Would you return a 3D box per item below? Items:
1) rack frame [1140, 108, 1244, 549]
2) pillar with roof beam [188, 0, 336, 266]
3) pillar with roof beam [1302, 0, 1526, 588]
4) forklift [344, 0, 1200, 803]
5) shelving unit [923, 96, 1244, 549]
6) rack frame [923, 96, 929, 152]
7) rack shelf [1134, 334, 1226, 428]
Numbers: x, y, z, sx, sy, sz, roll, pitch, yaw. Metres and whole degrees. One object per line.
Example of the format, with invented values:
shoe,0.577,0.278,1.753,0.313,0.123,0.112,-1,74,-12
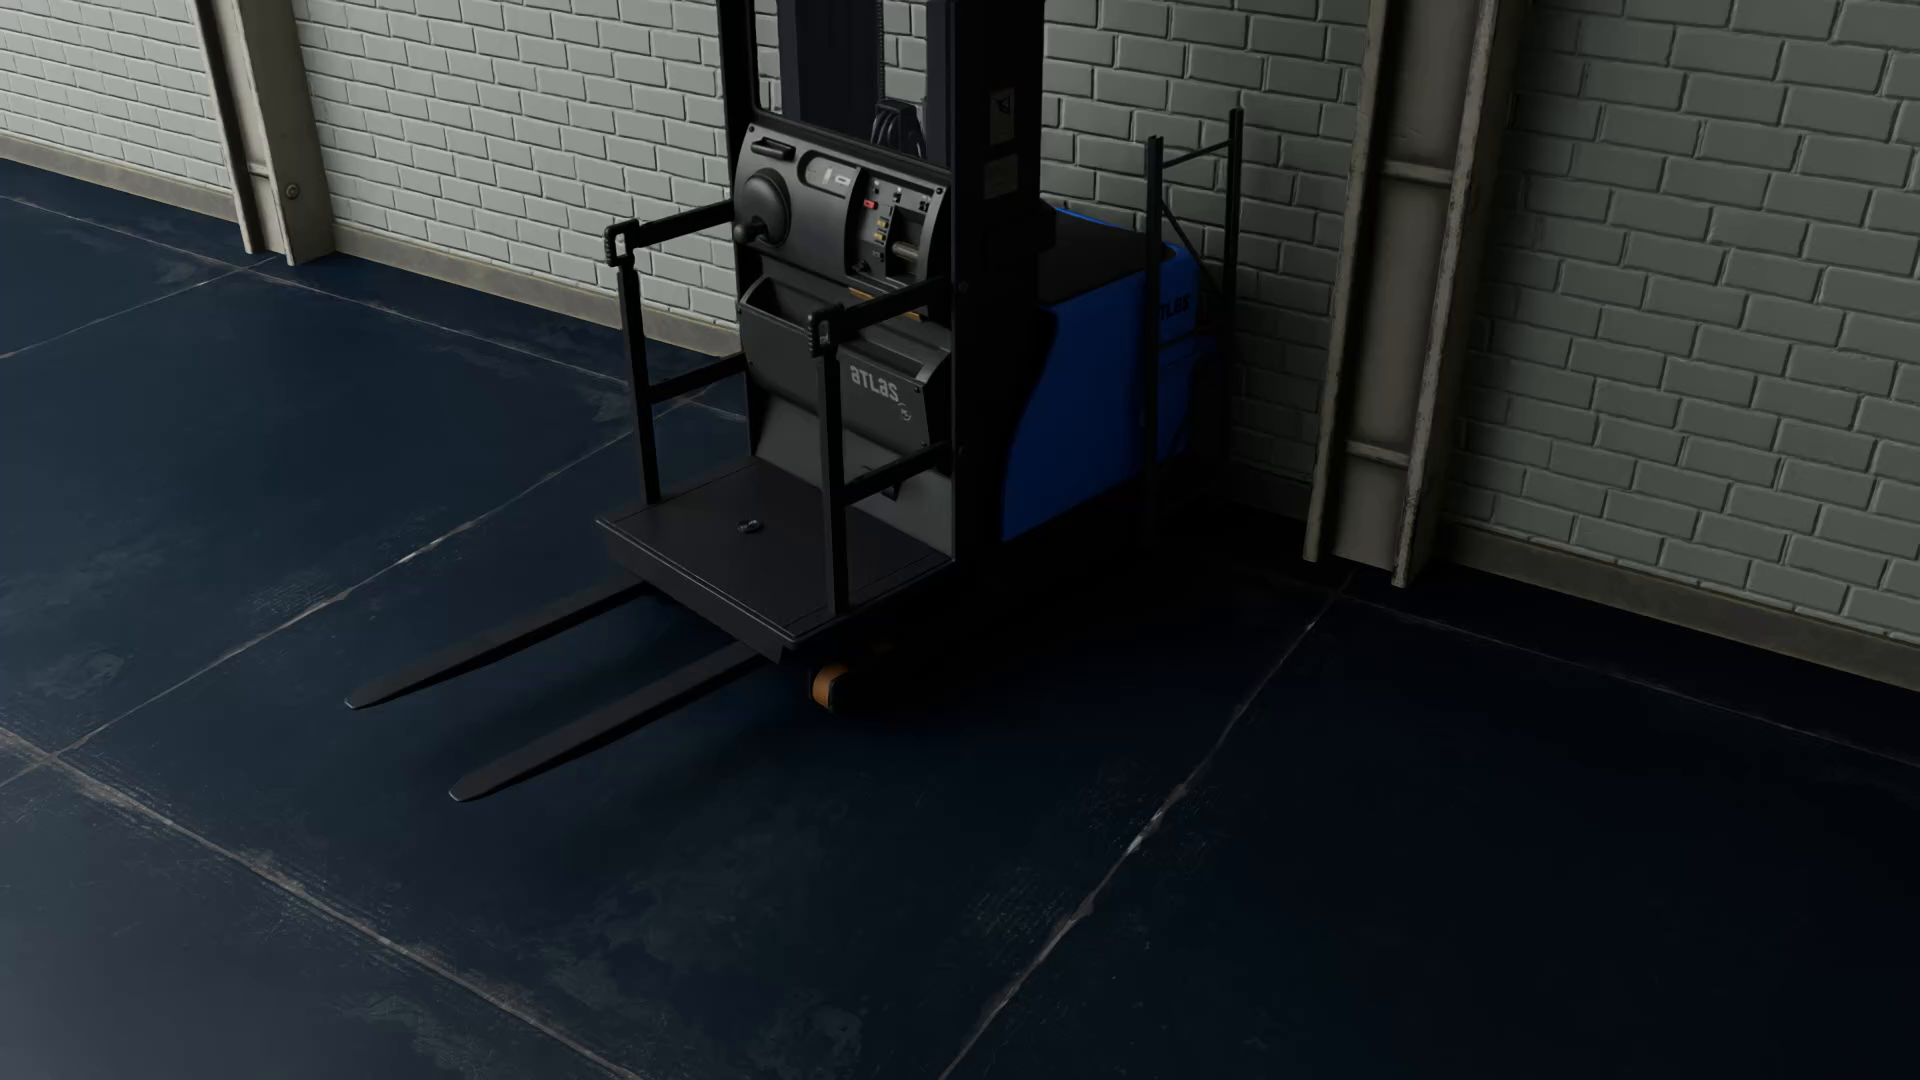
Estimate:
rack frame,0.817,-0.725,5.890,0.032,1.500,0.500,22,36,38
pillar with roof beam,-5.861,-3.601,3.492,0.400,9.000,9.100,18,35,27
pillar with roof beam,-0.779,-1.994,0.737,0.400,9.000,9.100,18,35,27
forklift,-0.536,-1.008,5.070,3.031,2.935,1.130,-26,39,-37
shelving unit,0.446,-0.874,6.204,1.048,1.500,0.538,22,36,38
rack frame,0.074,-1.023,6.517,0.032,1.500,0.500,22,36,38
rack shelf,0.452,-0.715,6.287,1.000,0.185,0.538,22,36,38
